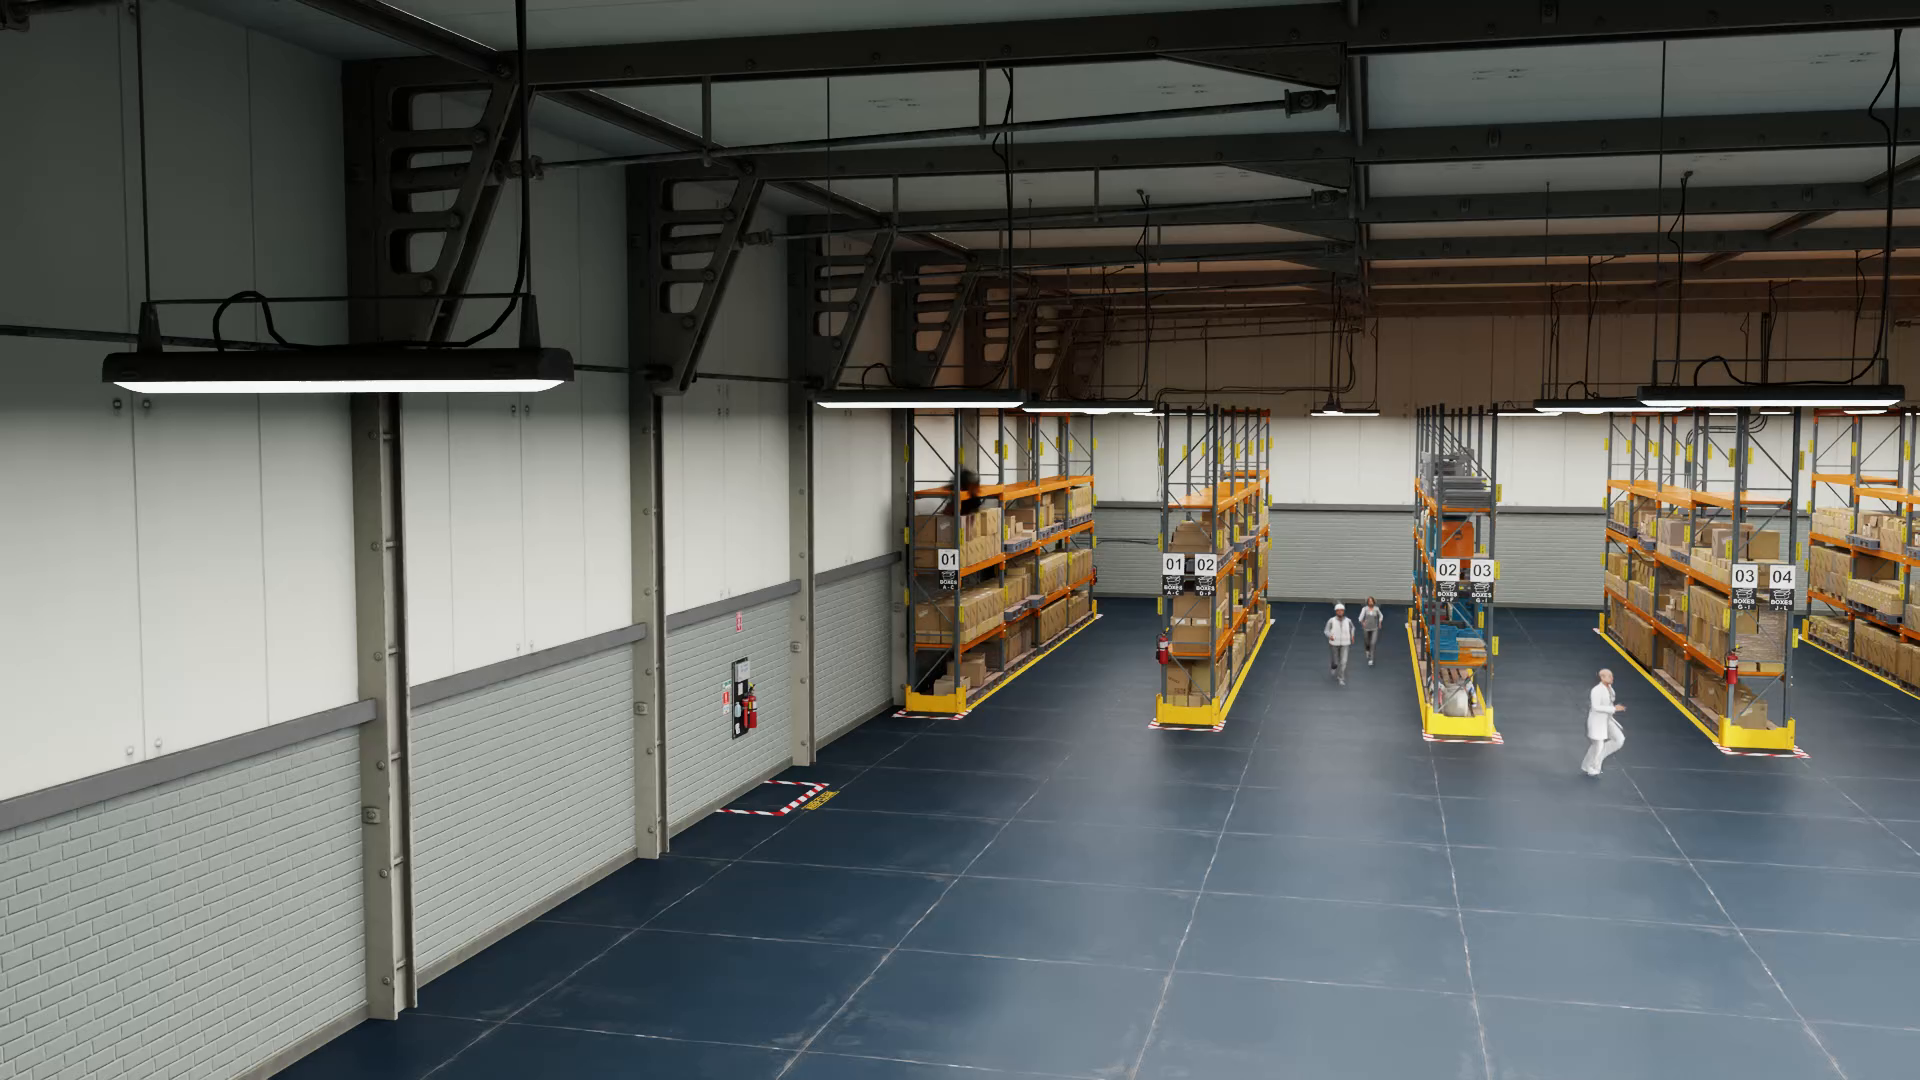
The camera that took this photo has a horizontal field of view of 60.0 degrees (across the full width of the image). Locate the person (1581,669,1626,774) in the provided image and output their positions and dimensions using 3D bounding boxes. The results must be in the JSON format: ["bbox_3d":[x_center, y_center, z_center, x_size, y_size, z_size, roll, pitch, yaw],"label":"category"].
[{"bbox_3d":[10.293,2.910,26.568,0.759,1.727,0.794,-4,5,-40],"label":"person"}]

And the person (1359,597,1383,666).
[{"bbox_3d":[9.595,2.109,38.837,0.546,1.587,0.813,1,4,14],"label":"person"}]

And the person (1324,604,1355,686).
[{"bbox_3d":[8.210,2.248,35.883,0.677,1.742,0.896,0,4,4],"label":"person"}]
